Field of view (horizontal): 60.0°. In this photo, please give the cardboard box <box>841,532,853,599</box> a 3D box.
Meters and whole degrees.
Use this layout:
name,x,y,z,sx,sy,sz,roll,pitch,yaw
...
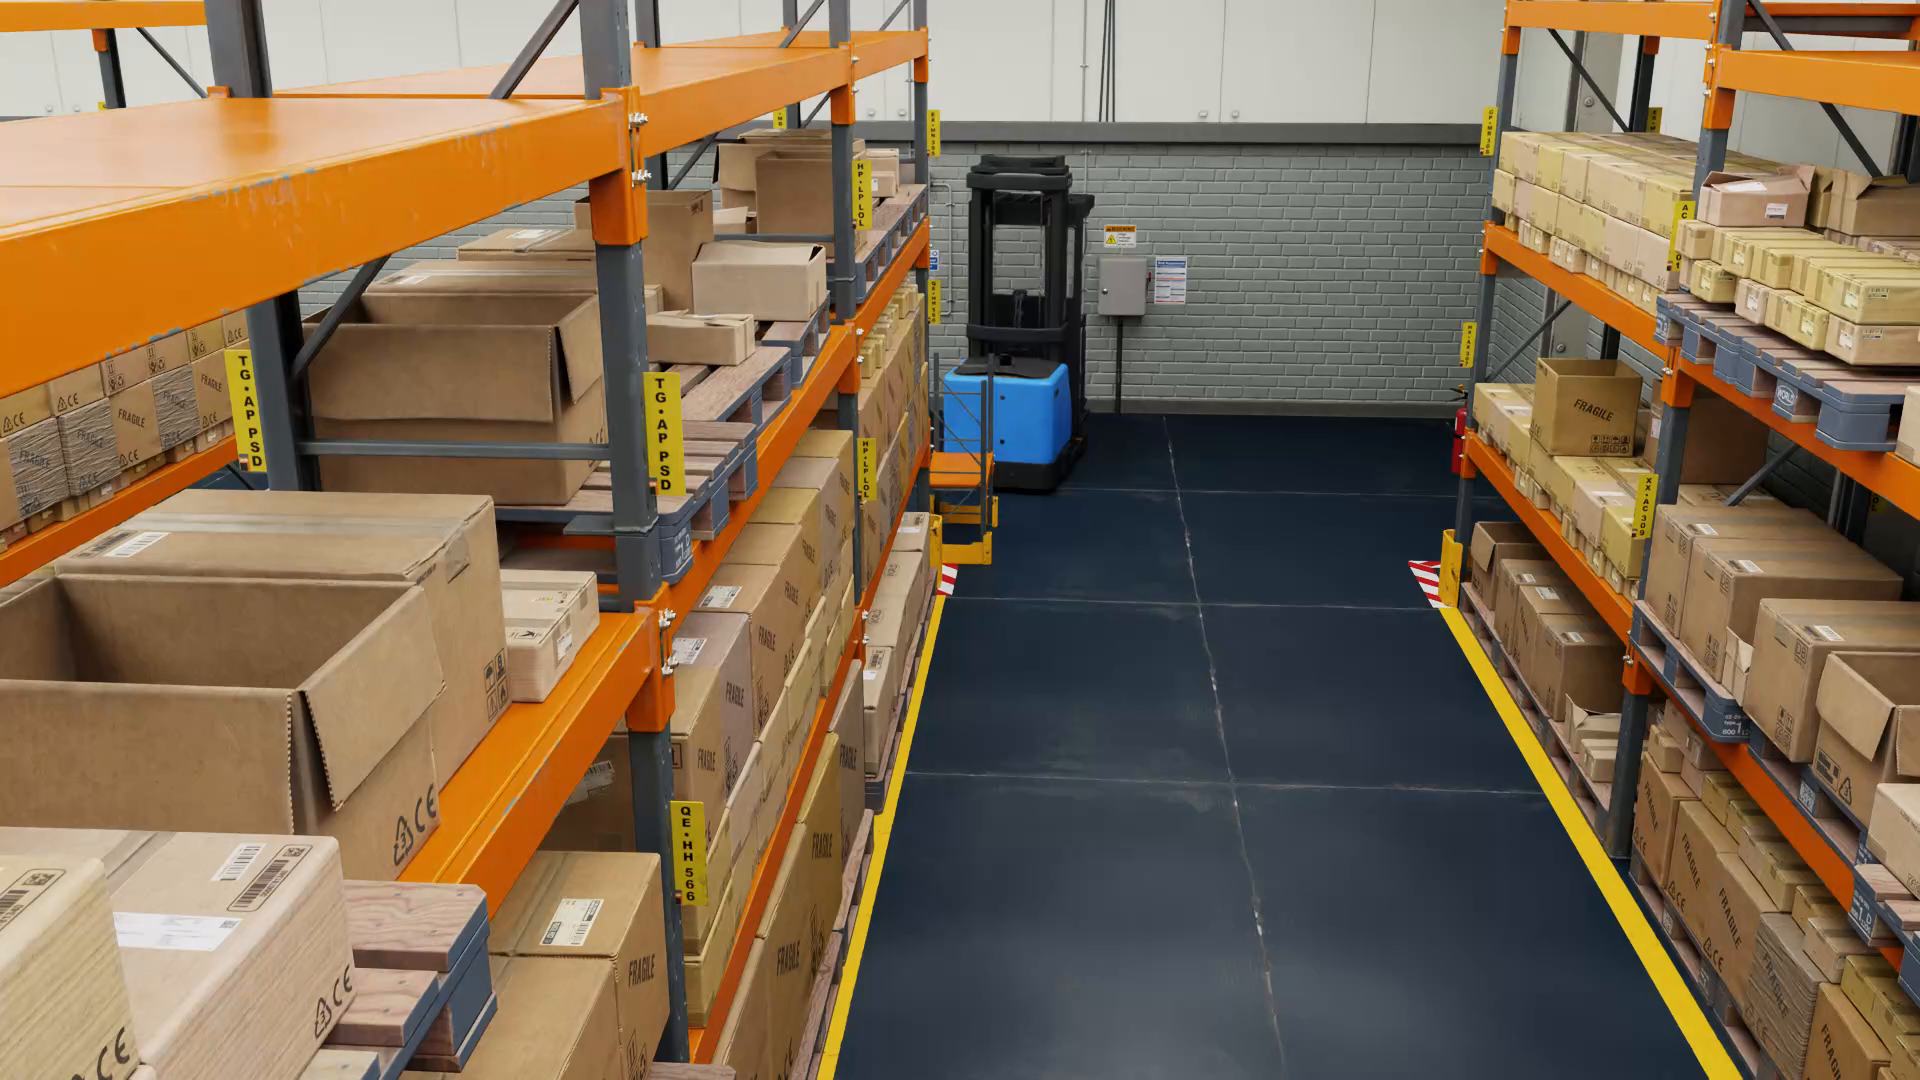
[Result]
name,x,y,z,sx,sy,sz,roll,pitch,yaw
cardboard box,-0.808,0.121,8.176,0.500,0.250,0.500,1,18,4

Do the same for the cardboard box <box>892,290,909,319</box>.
name,x,y,z,sx,sy,sz,roll,pitch,yaw
cardboard box,-0.546,-1.574,11.101,0.380,0.149,0.250,2,18,5

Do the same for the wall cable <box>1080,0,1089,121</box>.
name,x,y,z,sx,sy,sz,roll,pitch,yaw
wall cable,0.145,-5.704,16.879,2.355,3.000,0.029,1,18,4

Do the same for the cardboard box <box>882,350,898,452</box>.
name,x,y,z,sx,sy,sz,roll,pitch,yaw
cardboard box,-0.653,-0.836,9.892,0.500,0.500,0.500,2,18,5

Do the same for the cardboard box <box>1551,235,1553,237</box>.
name,x,y,z,sx,sy,sz,roll,pitch,yaw
cardboard box,3.848,-1.804,10.198,0.380,0.149,0.250,1,18,3

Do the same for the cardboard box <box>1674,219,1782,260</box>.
name,x,y,z,sx,sy,sz,roll,pitch,yaw
cardboard box,3.473,-1.357,7.522,0.380,0.149,0.250,2,18,6

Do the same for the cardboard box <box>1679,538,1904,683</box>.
name,x,y,z,sx,sy,sz,roll,pitch,yaw
cardboard box,3.637,0.313,7.315,0.700,0.500,0.500,1,18,5

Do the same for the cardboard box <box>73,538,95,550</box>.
name,x,y,z,sx,sy,sz,roll,pitch,yaw
cardboard box,-6.034,0.093,11.770,0.380,0.149,0.250,0,18,1

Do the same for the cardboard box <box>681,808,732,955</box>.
name,x,y,z,sx,sy,sz,roll,pitch,yaw
cardboard box,-1.023,1.069,5.282,0.500,0.250,0.500,1,18,4

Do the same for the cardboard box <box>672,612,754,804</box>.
name,x,y,z,sx,sy,sz,roll,pitch,yaw
cardboard box,-1.001,0.562,5.624,0.500,0.500,0.500,1,18,4

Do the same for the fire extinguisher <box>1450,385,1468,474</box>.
name,x,y,z,sx,sy,sz,roll,pitch,yaw
fire extinguisher,3.769,-0.830,12.363,0.296,0.674,0.183,1,18,4

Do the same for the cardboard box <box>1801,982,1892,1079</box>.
name,x,y,z,sx,sy,sz,roll,pitch,yaw
cardboard box,3.543,2.031,6.248,0.500,0.500,0.500,2,18,6

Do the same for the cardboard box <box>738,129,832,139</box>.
name,x,y,z,sx,sy,sz,roll,pitch,yaw
cardboard box,-1.026,-2.195,9.992,0.500,0.500,0.500,2,18,5

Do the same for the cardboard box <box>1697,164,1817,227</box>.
name,x,y,z,sx,sy,sz,roll,pitch,yaw
cardboard box,3.562,-1.551,7.449,0.396,0.266,0.258,1,18,3

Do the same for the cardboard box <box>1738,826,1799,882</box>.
name,x,y,z,sx,sy,sz,roll,pitch,yaw
cardboard box,3.630,1.370,7.224,0.380,0.149,0.250,1,18,4

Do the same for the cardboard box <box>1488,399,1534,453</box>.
name,x,y,z,sx,sy,sz,roll,pitch,yaw
cardboard box,3.882,-0.767,11.209,0.500,0.250,0.500,1,18,5

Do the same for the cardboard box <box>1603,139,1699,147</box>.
name,x,y,z,sx,sy,sz,roll,pitch,yaw
cardboard box,4.428,-2.415,10.620,0.500,0.250,0.500,1,18,2

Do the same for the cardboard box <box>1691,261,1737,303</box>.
name,x,y,z,sx,sy,sz,roll,pitch,yaw
cardboard box,3.461,-1.135,7.322,0.380,0.149,0.250,1,18,5

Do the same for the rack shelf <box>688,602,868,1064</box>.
name,x,y,z,sx,sy,sz,roll,pitch,yaw
rack shelf,-1.162,1.108,6.881,1.077,0.370,4.000,1,18,4

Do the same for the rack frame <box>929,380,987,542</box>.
name,x,y,z,sx,sy,sz,roll,pitch,yaw
rack frame,-0.043,-0.528,13.127,0.500,1.500,0.032,1,18,4

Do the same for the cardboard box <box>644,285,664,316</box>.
name,x,y,z,sx,sy,sz,roll,pitch,yaw
cardboard box,-1.459,-0.984,6.993,0.380,0.166,0.250,0,18,0

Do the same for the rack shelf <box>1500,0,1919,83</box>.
name,x,y,z,sx,sy,sz,roll,pitch,yaw
rack shelf,4.076,-2.874,9.404,1.077,0.370,4.000,1,18,4

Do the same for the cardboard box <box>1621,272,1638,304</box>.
name,x,y,z,sx,sy,sz,roll,pitch,yaw
cardboard box,3.712,-1.329,8.749,0.380,0.149,0.250,2,18,6

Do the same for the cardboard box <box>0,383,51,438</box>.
name,x,y,z,sx,sy,sz,roll,pitch,yaw
cardboard box,-5.666,-0.895,9.592,0.500,0.500,0.500,1,18,2

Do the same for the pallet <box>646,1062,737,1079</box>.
name,x,y,z,sx,sy,sz,roll,pitch,yaw
pallet,-1.251,1.702,4.221,1.213,0.211,1.003,1,18,4

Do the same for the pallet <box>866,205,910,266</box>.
name,x,y,z,sx,sy,sz,roll,pitch,yaw
pallet,-0.860,-1.871,10.140,1.003,0.211,1.213,1,18,4

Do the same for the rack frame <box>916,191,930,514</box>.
name,x,y,z,sx,sy,sz,roll,pitch,yaw
rack frame,-0.732,-1.098,12.456,1.000,3.000,0.127,1,18,4

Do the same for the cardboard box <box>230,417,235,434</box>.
name,x,y,z,sx,sy,sz,roll,pitch,yaw
cardboard box,-5.473,-0.874,12.175,0.380,0.149,0.250,1,18,4

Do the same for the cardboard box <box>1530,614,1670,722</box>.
name,x,y,z,sx,sy,sz,roll,pitch,yaw
cardboard box,3.906,0.775,10.081,0.700,0.500,0.500,1,18,2

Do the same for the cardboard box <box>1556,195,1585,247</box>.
name,x,y,z,sx,sy,sz,roll,pitch,yaw
cardboard box,3.836,-1.874,9.770,0.500,0.250,0.500,1,18,3

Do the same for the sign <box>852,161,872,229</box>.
name,x,y,z,sx,sy,sz,roll,pitch,yaw
sign,-0.477,-1.667,8.040,0.100,0.325,0.005,1,18,4

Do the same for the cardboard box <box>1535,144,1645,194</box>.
name,x,y,z,sx,sy,sz,roll,pitch,yaw
cardboard box,3.859,-2.275,10.192,0.500,0.250,0.500,1,18,3

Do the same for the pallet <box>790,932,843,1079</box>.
name,x,y,z,sx,sy,sz,roll,pitch,yaw
pallet,-1.084,2.091,7.203,1.003,0.211,1.213,1,18,4

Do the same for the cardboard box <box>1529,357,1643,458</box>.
name,x,y,z,sx,sy,sz,roll,pitch,yaw
cardboard box,3.811,-0.814,10.148,0.500,0.500,0.500,2,18,5

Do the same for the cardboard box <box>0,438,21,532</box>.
name,x,y,z,sx,sy,sz,roll,pitch,yaw
cardboard box,-5.677,-0.272,9.297,0.500,0.500,0.500,1,18,3

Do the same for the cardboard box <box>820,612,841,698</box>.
name,x,y,z,sx,sy,sz,roll,pitch,yaw
cardboard box,-0.837,0.519,7.763,0.500,0.250,0.500,1,18,3

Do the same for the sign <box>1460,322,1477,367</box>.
name,x,y,z,sx,sy,sz,roll,pitch,yaw
sign,3.678,-1.412,12.024,0.100,0.325,0.005,1,18,4

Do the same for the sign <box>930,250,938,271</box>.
name,x,y,z,sx,sy,sz,roll,pitch,yaw
sign,-0.395,-2.998,17.822,0.327,0.218,0.001,1,18,4

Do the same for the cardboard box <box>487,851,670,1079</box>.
name,x,y,z,sx,sy,sz,roll,pitch,yaw
cardboard box,-1.061,1.146,4.296,0.500,0.500,0.500,1,18,2

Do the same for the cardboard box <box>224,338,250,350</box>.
name,x,y,z,sx,sy,sz,roll,pitch,yaw
cardboard box,-5.452,-1.220,12.192,0.500,0.500,0.500,2,18,5

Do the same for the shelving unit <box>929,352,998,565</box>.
name,x,y,z,sx,sy,sz,roll,pitch,yaw
shelving unit,-0.005,-0.689,13.617,0.587,1.500,1.083,1,18,4

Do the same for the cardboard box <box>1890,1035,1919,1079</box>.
name,x,y,z,sx,sy,sz,roll,pitch,yaw
cardboard box,3.480,1.851,5.754,0.380,0.149,0.250,1,18,2

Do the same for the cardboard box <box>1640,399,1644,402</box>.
name,x,y,z,sx,sy,sz,roll,pitch,yaw
cardboard box,4.451,-0.909,11.644,0.500,0.250,0.500,2,18,6

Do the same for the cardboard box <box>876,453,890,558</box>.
name,x,y,z,sx,sy,sz,roll,pitch,yaw
cardboard box,-0.684,-0.199,9.553,0.500,0.500,0.500,1,18,4

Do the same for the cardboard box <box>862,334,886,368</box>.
name,x,y,z,sx,sy,sz,roll,pitch,yaw
cardboard box,-0.632,-1.097,9.644,0.380,0.149,0.250,1,18,2

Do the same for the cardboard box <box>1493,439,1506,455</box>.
name,x,y,z,sx,sy,sz,roll,pitch,yaw
cardboard box,3.950,-0.693,11.624,0.380,0.149,0.250,2,18,5

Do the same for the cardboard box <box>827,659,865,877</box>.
name,x,y,z,sx,sy,sz,roll,pitch,yaw
cardboard box,-0.984,1.149,8.337,0.875,0.875,0.875,2,18,6

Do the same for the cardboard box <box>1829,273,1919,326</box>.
name,x,y,z,sx,sy,sz,roll,pitch,yaw
cardboard box,3.422,-0.878,6.058,0.380,0.149,0.250,1,18,4

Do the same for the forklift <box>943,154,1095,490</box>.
name,x,y,z,sx,sy,sz,roll,pitch,yaw
forklift,0.676,-2.270,16.144,1.130,2.935,3.031,4,19,13

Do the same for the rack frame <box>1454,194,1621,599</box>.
name,x,y,z,sx,sy,sz,roll,pitch,yaw
rack frame,4.219,-0.988,12.122,1.000,3.000,0.127,1,18,4

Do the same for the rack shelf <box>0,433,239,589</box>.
name,x,y,z,sx,sy,sz,roll,pitch,yaw
rack shelf,-5.820,-0.214,10.914,1.077,0.370,4.000,1,18,4

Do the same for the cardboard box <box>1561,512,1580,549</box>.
name,x,y,z,sx,sy,sz,roll,pitch,yaw
cardboard box,3.731,-0.055,9.676,0.380,0.149,0.250,1,18,3

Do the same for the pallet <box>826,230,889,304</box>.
name,x,y,z,sx,sy,sz,roll,pitch,yaw
pallet,-0.950,-1.493,8.986,1.003,0.211,1.213,1,18,4

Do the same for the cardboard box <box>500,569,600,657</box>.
name,x,y,z,sx,sy,sz,roll,pitch,yaw
cardboard box,-1.119,0.183,4.133,0.380,0.149,0.250,1,18,4

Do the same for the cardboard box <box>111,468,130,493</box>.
name,x,y,z,sx,sy,sz,roll,pitch,yaw
cardboard box,-5.598,-0.390,10.700,0.380,0.149,0.250,2,18,6
